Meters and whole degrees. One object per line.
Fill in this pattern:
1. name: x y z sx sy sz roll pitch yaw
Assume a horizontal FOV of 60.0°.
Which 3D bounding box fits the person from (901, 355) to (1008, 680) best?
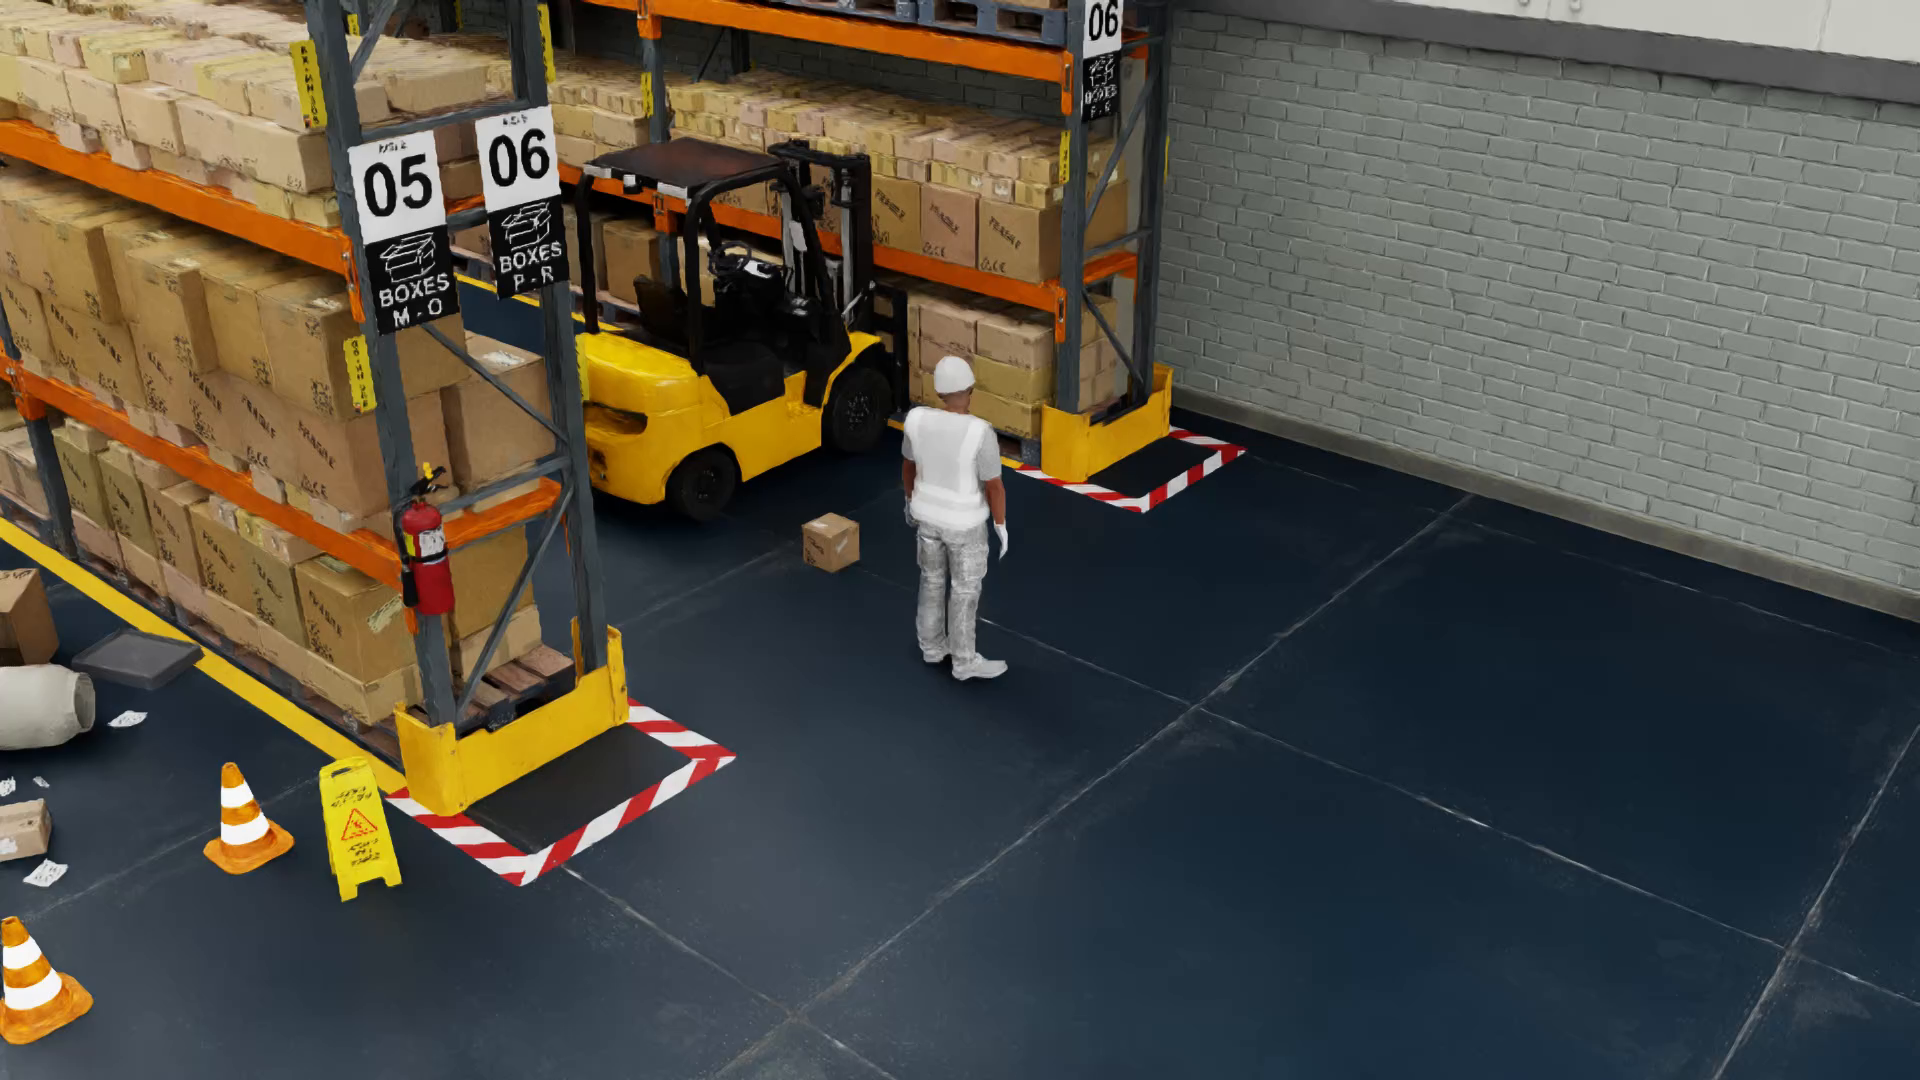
1. person: -0.024 -0.128 8.781 0.638 1.792 0.392 16 31 28
